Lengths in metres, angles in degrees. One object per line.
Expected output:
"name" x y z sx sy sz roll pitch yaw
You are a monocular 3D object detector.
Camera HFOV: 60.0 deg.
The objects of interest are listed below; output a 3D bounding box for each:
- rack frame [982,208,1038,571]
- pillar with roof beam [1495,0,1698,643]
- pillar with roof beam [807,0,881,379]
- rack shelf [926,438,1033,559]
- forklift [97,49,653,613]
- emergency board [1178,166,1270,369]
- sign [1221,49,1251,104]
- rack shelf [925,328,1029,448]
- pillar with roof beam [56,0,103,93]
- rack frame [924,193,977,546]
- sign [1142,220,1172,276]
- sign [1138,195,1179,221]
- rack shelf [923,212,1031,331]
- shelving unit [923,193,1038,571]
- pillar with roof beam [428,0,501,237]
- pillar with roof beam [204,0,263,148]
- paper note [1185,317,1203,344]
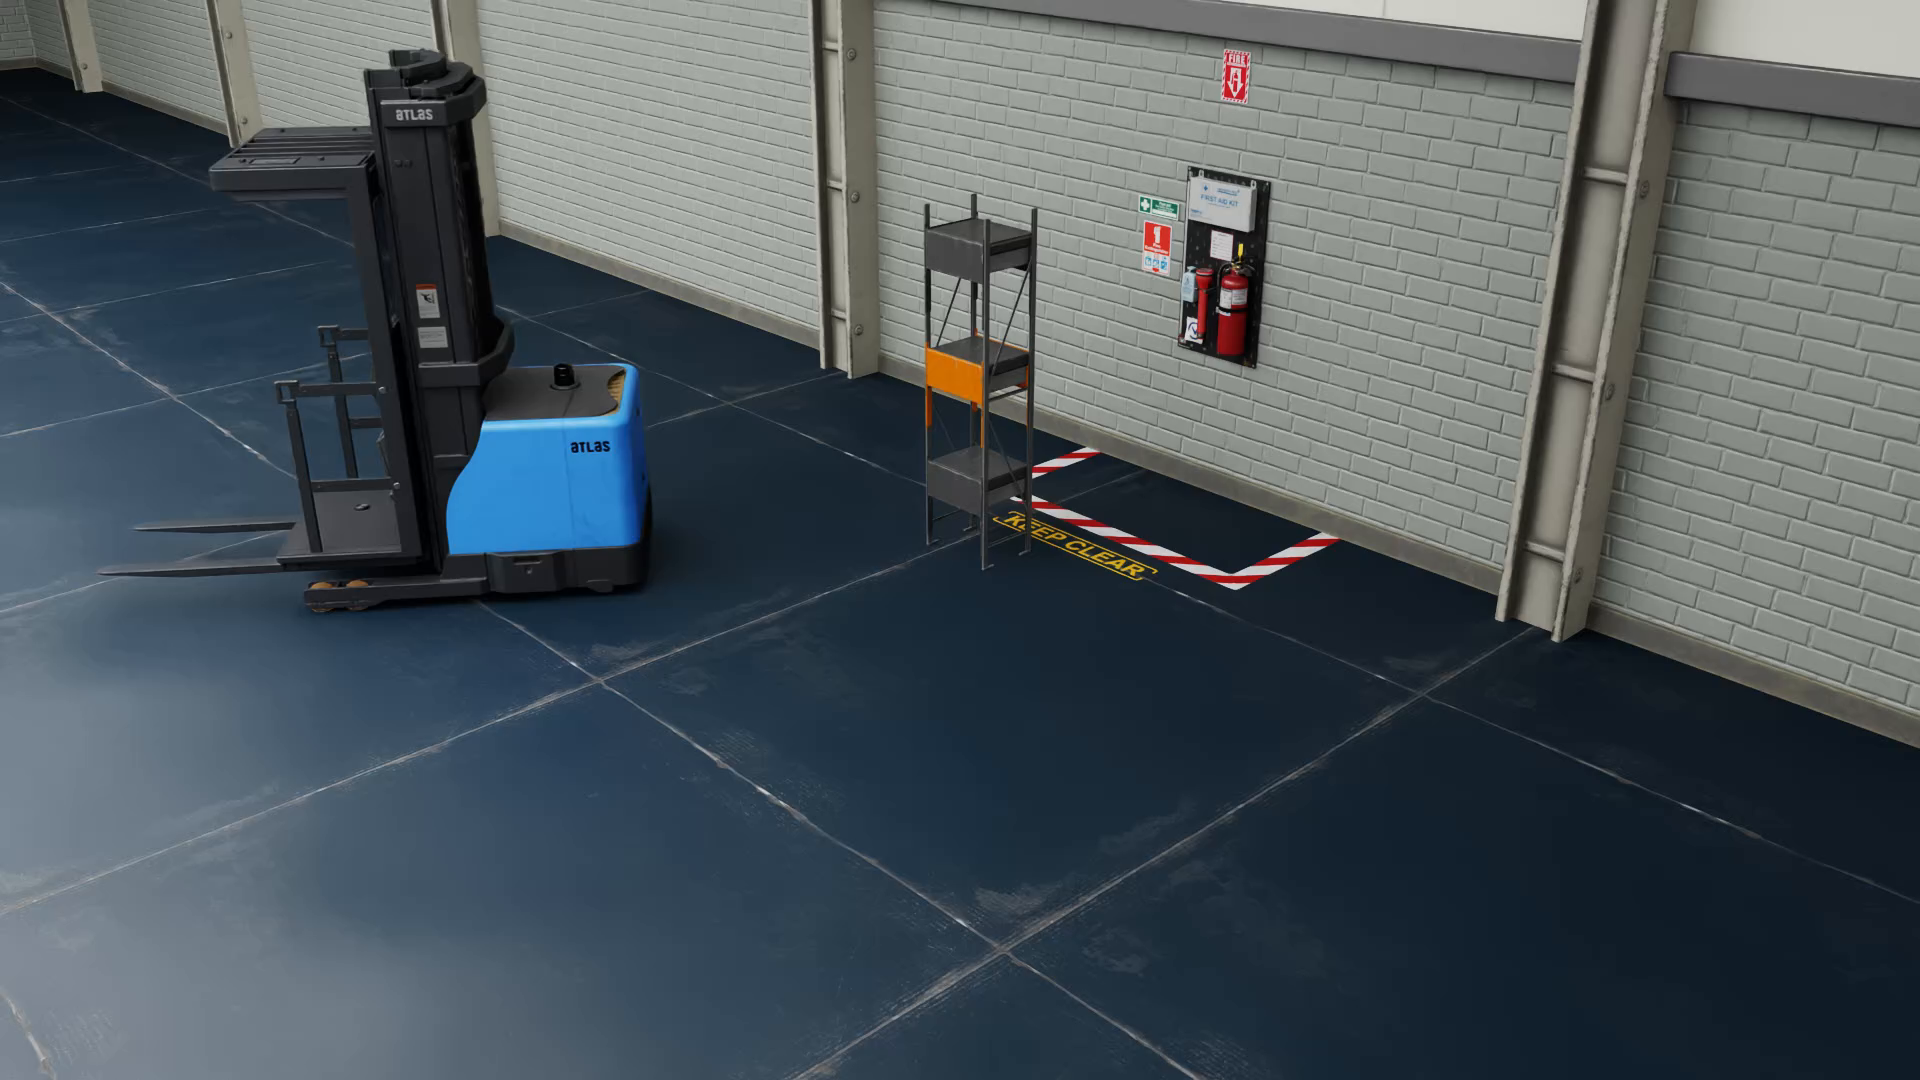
"rack frame" 0.280 -0.831 9.542 0.400 2.100 0.015 -21 32 -38
"pillar with roof beam" 0.089 -2.417 4.705 9.100 9.000 0.400 -21 32 -38
"pillar with roof beam" -4.012 -4.234 8.690 9.100 9.000 0.400 -21 32 -38
"rack shelf" 0.113 -0.256 10.000 0.431 0.518 0.480 -21 32 -38
"forklift" -3.371 -1.158 9.257 3.031 2.935 1.130 -3 25 -6
"emergency board" 1.571 -1.668 10.292 0.194 1.169 0.643 -21 32 -38
"sign" 1.638 -2.753 9.879 0.001 0.298 0.199 -21 32 -38
"rack shelf" 0.113 -0.893 9.710 0.431 0.518 0.480 -21 32 -38
"pillar with roof beam" -16.314 -9.688 20.644 9.100 9.000 0.400 -21 32 -38
"rack frame" -0.054 -0.979 9.866 0.400 2.100 0.015 -21 32 -38
"sign" 1.268 -1.881 10.716 0.001 0.329 0.234 -21 32 -38
"sign" 1.265 -2.118 10.598 0.001 0.109 0.331 -21 32 -38
"rack shelf" 0.113 -1.530 9.419 0.431 0.518 0.480 -21 32 -38
"shelving unit" 0.113 -0.905 9.704 0.431 2.100 0.503 -21 32 -38
"pillar with roof beam" -8.113 -6.052 12.675 9.100 9.000 0.400 -21 32 -38
"pillar with roof beam" -12.213 -7.870 16.659 9.100 9.000 0.400 -21 32 -38
"paper note" 1.500 -1.340 10.636 0.016 0.148 0.142 -21 32 -38
